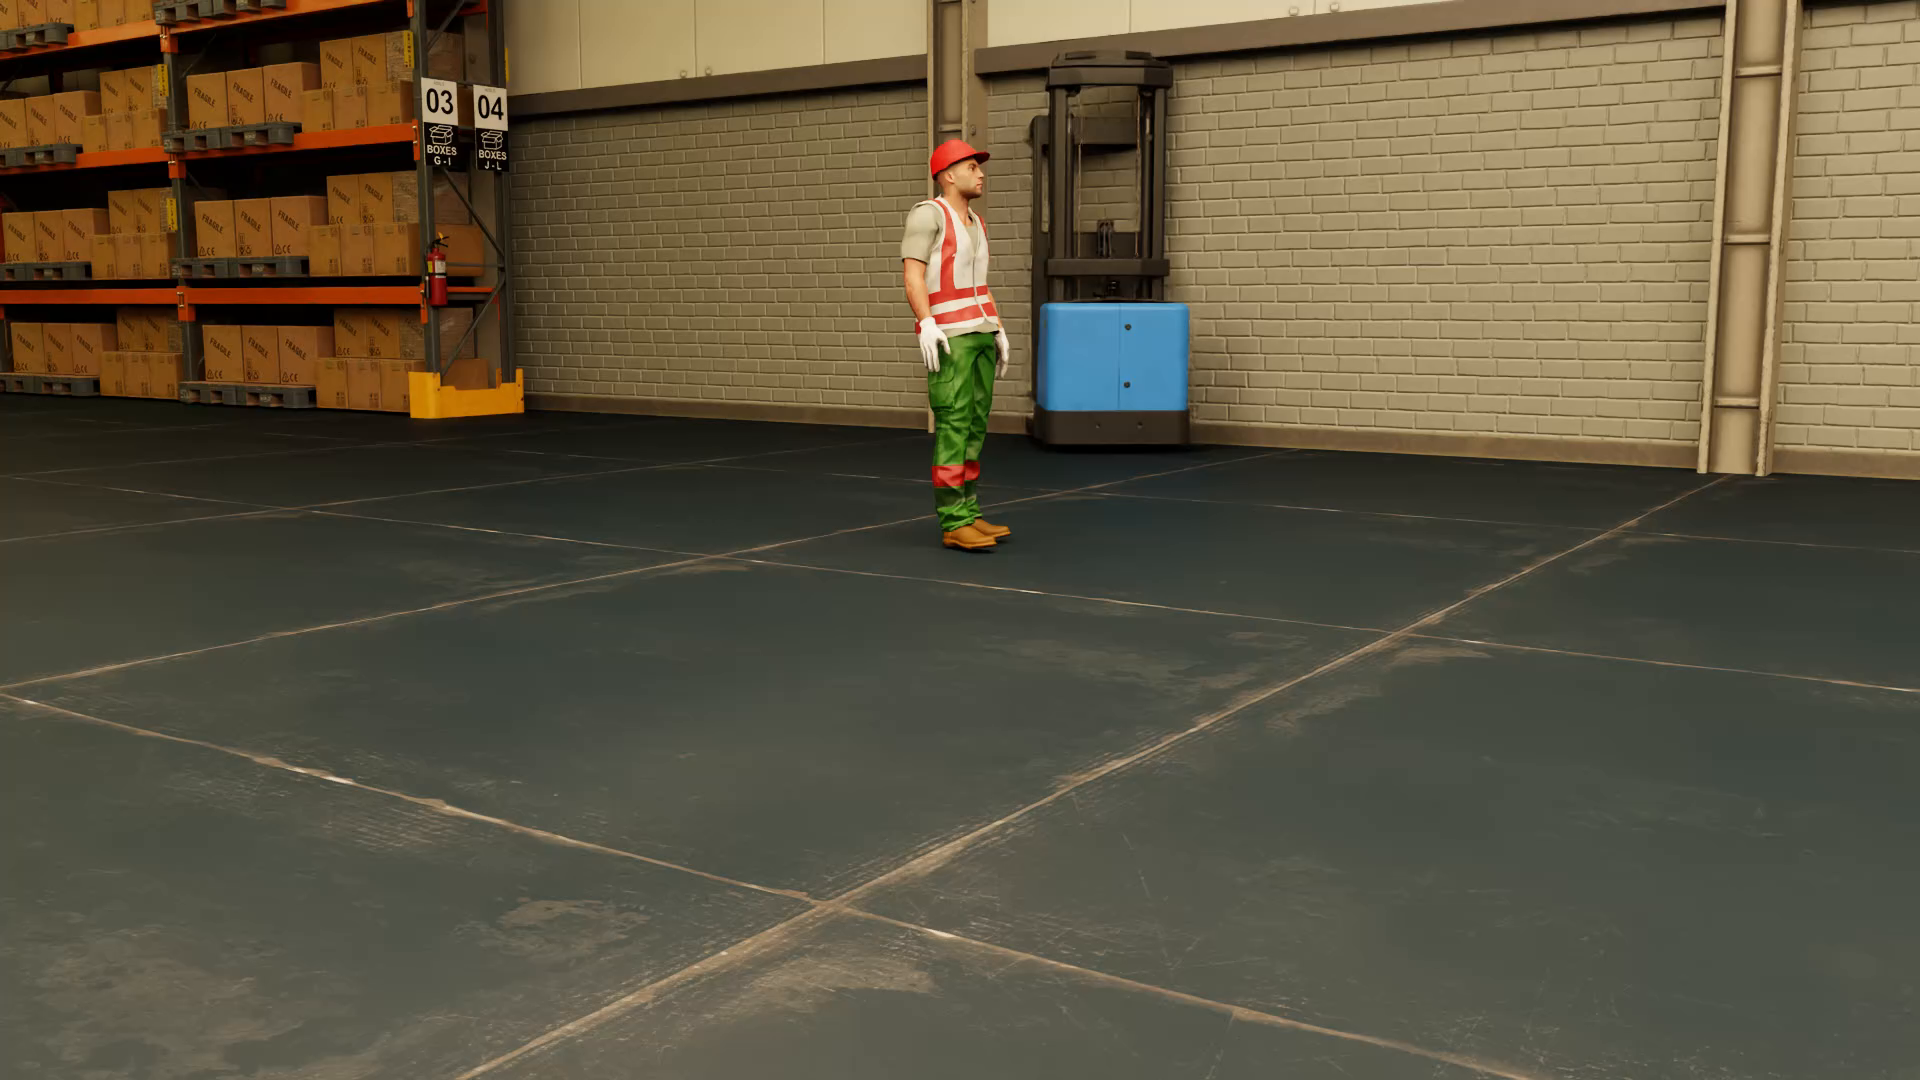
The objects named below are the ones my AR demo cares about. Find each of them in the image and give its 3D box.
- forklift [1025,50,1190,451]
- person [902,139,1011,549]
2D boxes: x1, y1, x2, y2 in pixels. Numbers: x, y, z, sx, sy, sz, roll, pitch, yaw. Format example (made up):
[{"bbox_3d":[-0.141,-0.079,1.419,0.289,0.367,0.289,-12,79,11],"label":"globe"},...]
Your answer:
[{"bbox_3d":[1.105,-2.277,13.203,1.130,2.935,3.031,0,8,-1],"label":"forklift"},{"bbox_3d":[0.059,-0.885,7.422,0.564,1.787,0.637,5,10,34],"label":"person"}]
